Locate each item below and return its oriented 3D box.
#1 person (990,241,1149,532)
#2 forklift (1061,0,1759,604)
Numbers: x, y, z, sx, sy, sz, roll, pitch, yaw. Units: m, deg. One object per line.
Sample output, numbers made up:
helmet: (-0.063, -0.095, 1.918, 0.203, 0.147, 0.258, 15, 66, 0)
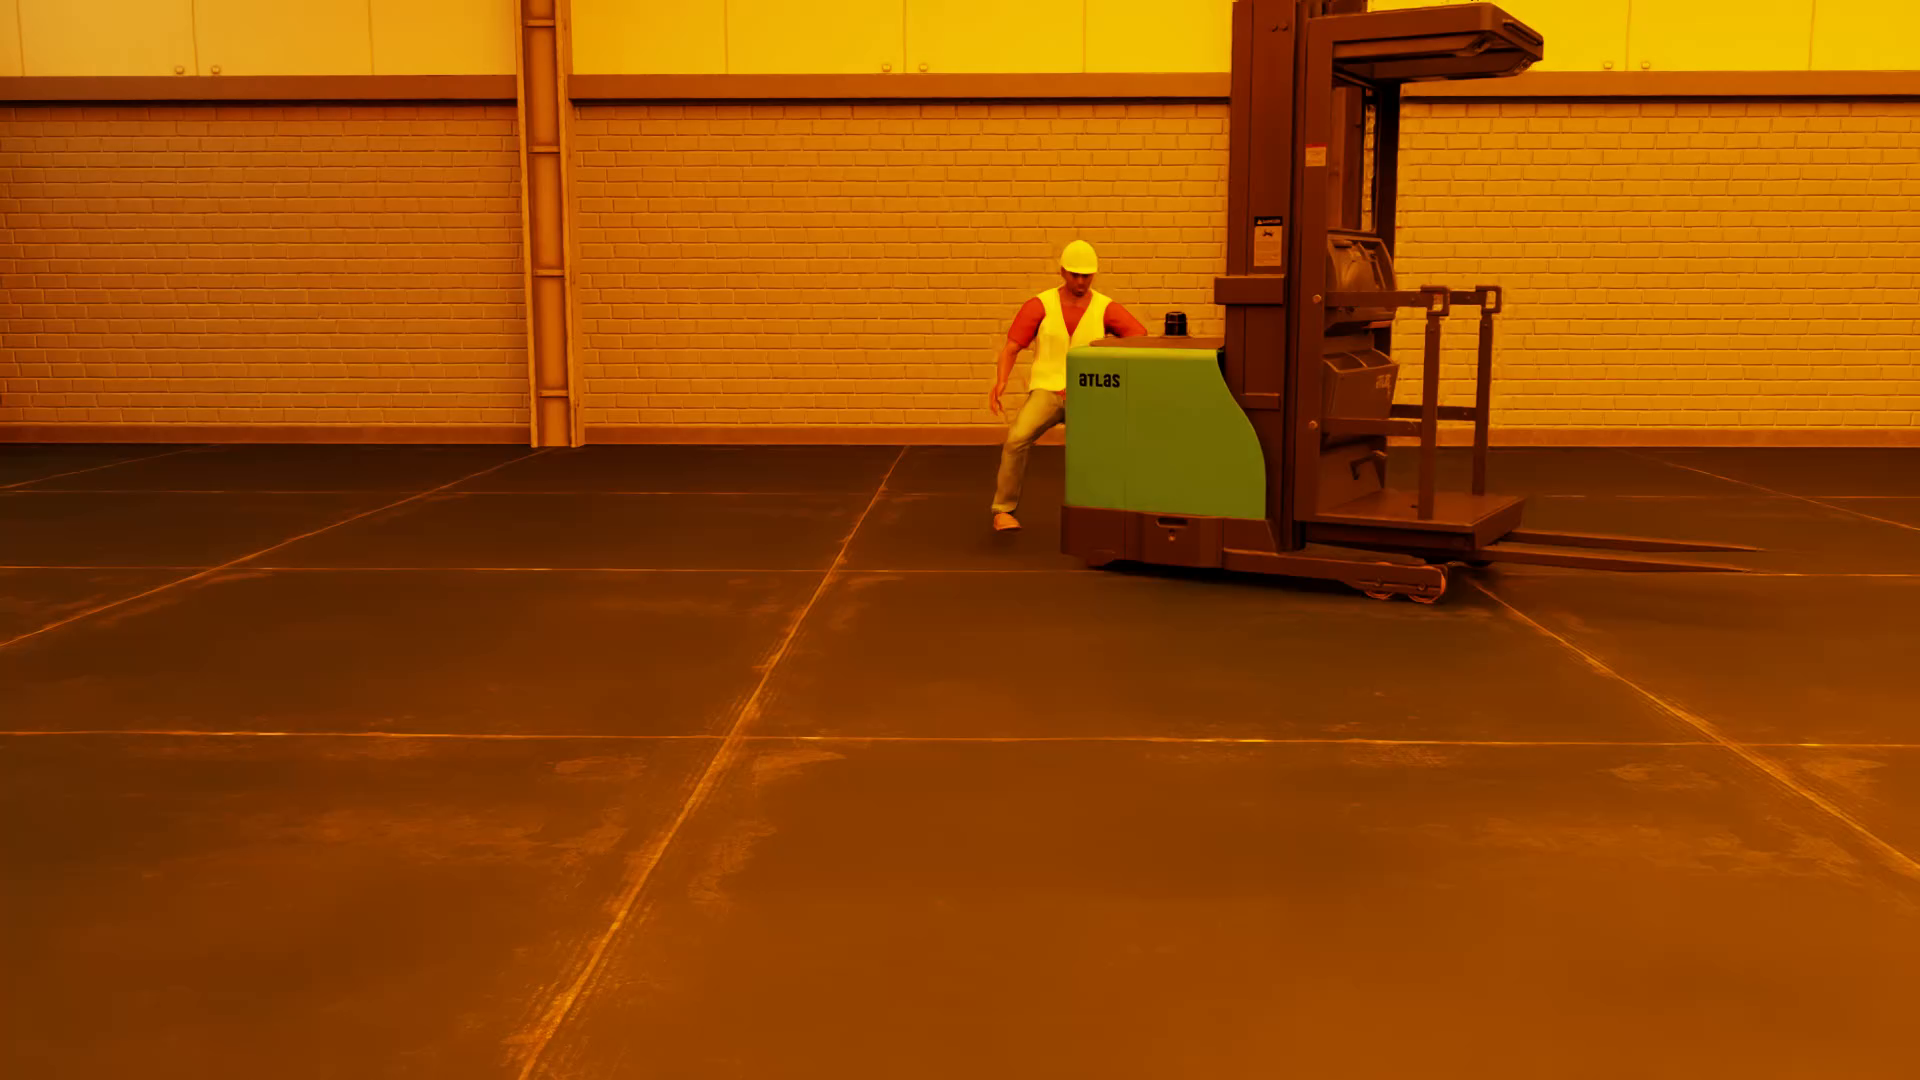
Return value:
person: (0.673, -0.811, 9.105, 1.011, 1.631, 0.815, 0, 9, 2)
forklift: (2.027, -1.264, 7.572, 3.031, 2.935, 1.130, 5, 10, 30)
